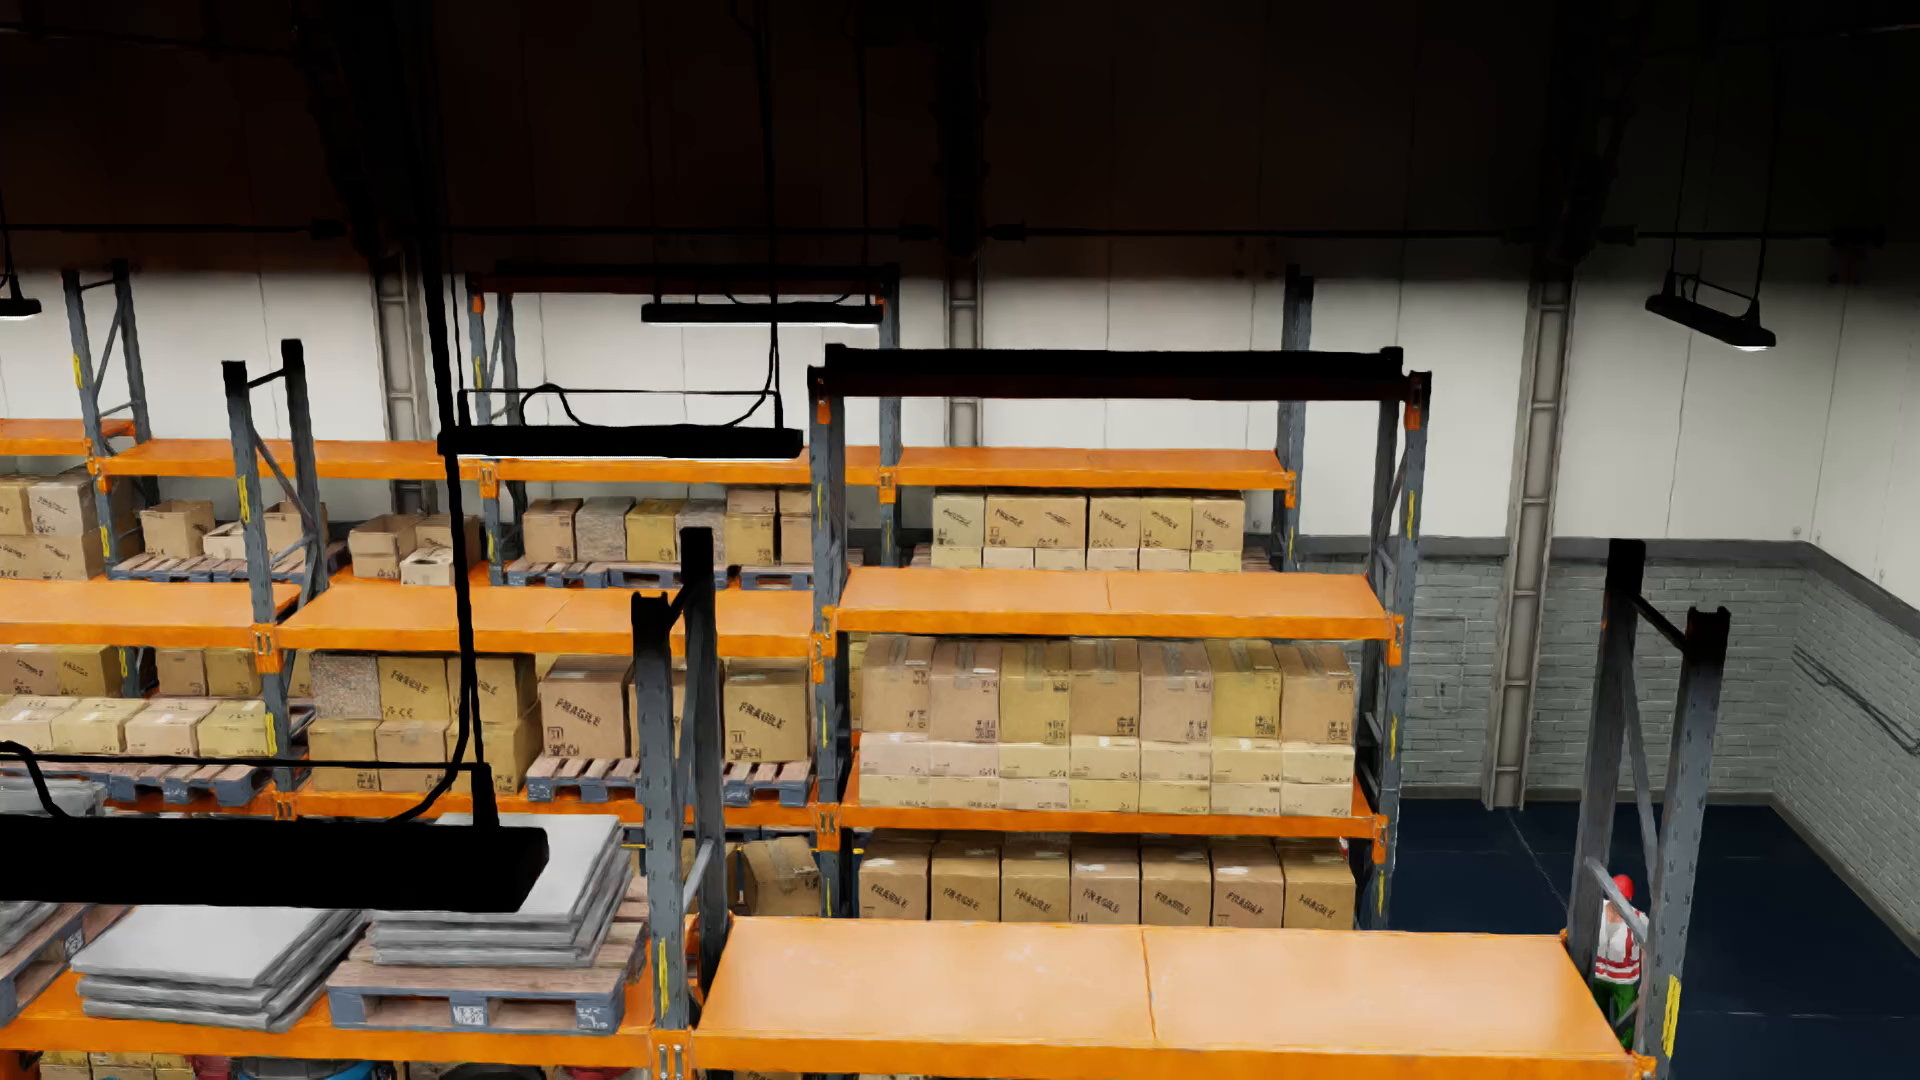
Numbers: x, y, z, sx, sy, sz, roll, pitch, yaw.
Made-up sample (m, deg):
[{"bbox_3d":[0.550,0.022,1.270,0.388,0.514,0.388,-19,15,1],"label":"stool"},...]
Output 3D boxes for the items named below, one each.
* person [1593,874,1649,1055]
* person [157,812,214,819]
[{"bbox_3d":[5.247,3.501,13.300,0.722,1.781,0.567,14,21,40],"label":"person"},{"bbox_3d":[-7.675,2.631,16.443,0.905,1.712,0.735,-4,17,-13],"label":"person"}]
